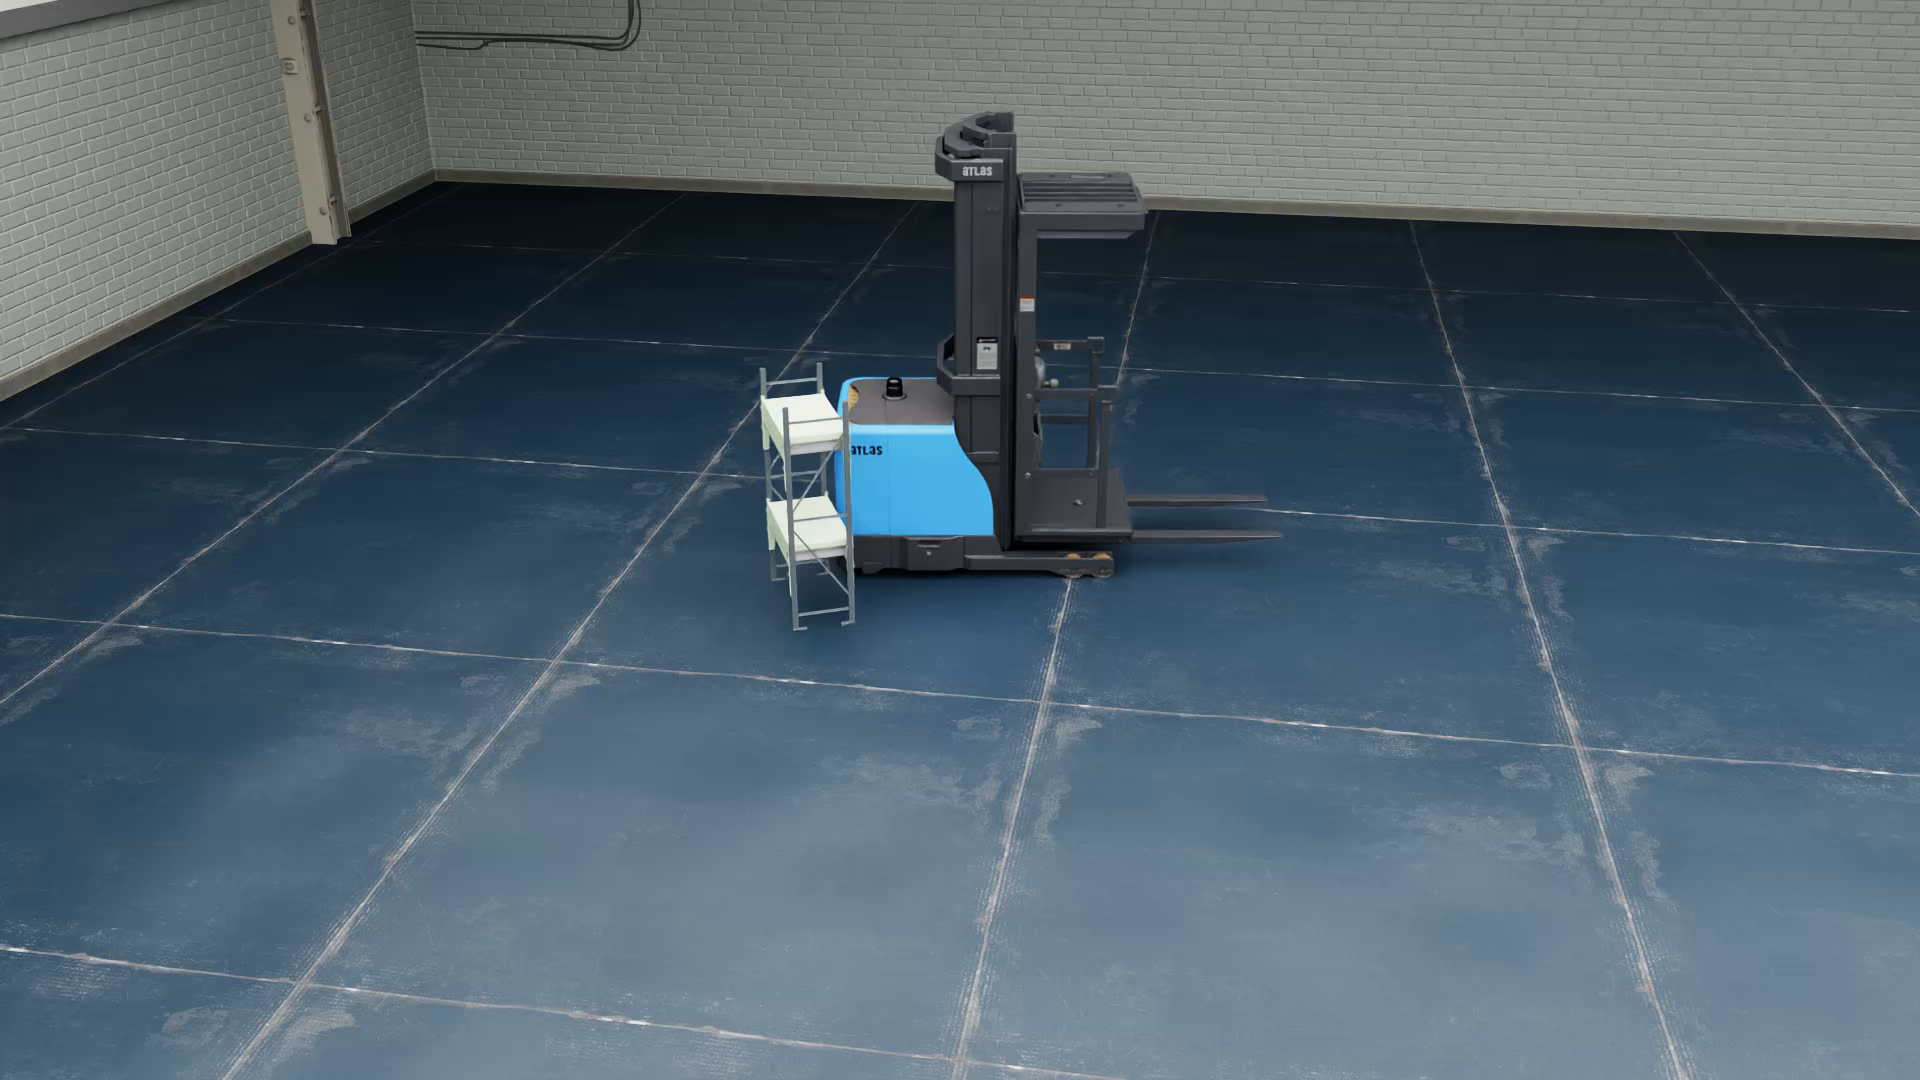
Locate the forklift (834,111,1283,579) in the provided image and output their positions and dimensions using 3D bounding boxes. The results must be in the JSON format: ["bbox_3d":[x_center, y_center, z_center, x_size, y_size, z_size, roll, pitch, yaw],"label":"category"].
[{"bbox_3d":[0.676,-1.294,11.057,3.031,2.935,1.130,0,25,0],"label":"forklift"}]

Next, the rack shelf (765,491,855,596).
[{"bbox_3d":[-0.971,0.015,10.718,0.431,0.370,0.720,-7,26,-15],"label":"rack shelf"}]

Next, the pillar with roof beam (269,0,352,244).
[{"bbox_3d":[-2.993,-7.238,16.597,9.100,9.000,0.400,4,25,9],"label":"pillar with roof beam"}]

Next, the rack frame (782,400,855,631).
[{"bbox_3d":[-0.865,-0.132,10.263,0.400,1.500,0.023,-7,26,-15],"label":"rack frame"}]

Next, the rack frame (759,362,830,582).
[{"bbox_3d":[-1.076,-0.429,10.897,0.400,1.500,0.023,-7,26,-15],"label":"rack frame"}]

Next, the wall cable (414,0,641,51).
[{"bbox_3d":[-5.455,-7.270,20.329,3.097,2.526,0.112,4,25,9],"label":"wall cable"}]

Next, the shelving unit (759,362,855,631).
[{"bbox_3d":[-0.971,-0.280,10.580,0.431,1.500,0.755,-7,26,-15],"label":"shelving unit"}]

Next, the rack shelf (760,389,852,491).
[{"bbox_3d":[-0.971,-0.634,10.415,0.431,0.370,0.720,-7,26,-15],"label":"rack shelf"}]
